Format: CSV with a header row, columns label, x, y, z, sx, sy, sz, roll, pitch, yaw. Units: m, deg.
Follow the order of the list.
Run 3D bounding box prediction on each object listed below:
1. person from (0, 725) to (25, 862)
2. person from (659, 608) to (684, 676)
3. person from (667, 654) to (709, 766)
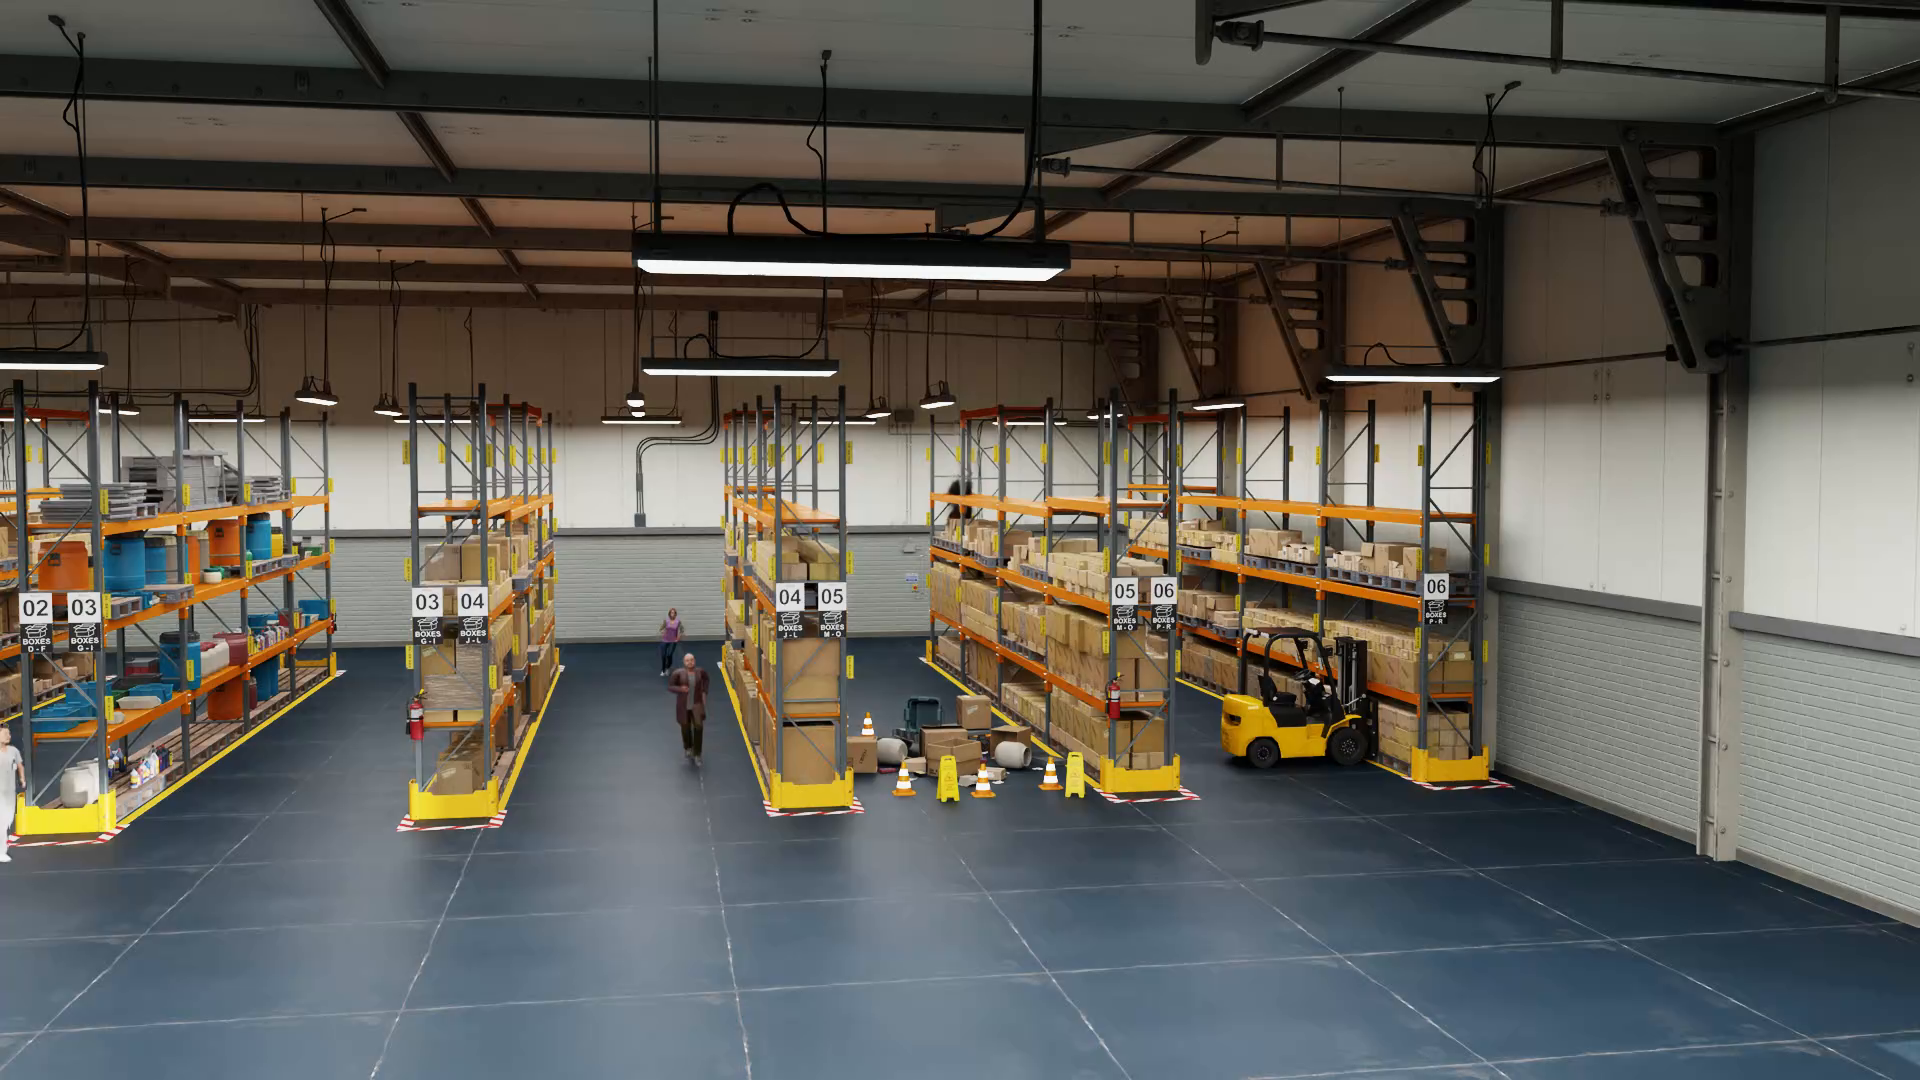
label,x,y,z,sx,sy,sz,roll,pitch,yaw
person,-11.977,3.143,20.764,0.712,1.651,0.615,2,3,32
person,-6.541,2.315,37.645,0.545,1.544,0.575,0,3,0
person,-4.428,2.757,27.132,0.681,1.836,0.895,-1,3,-11
